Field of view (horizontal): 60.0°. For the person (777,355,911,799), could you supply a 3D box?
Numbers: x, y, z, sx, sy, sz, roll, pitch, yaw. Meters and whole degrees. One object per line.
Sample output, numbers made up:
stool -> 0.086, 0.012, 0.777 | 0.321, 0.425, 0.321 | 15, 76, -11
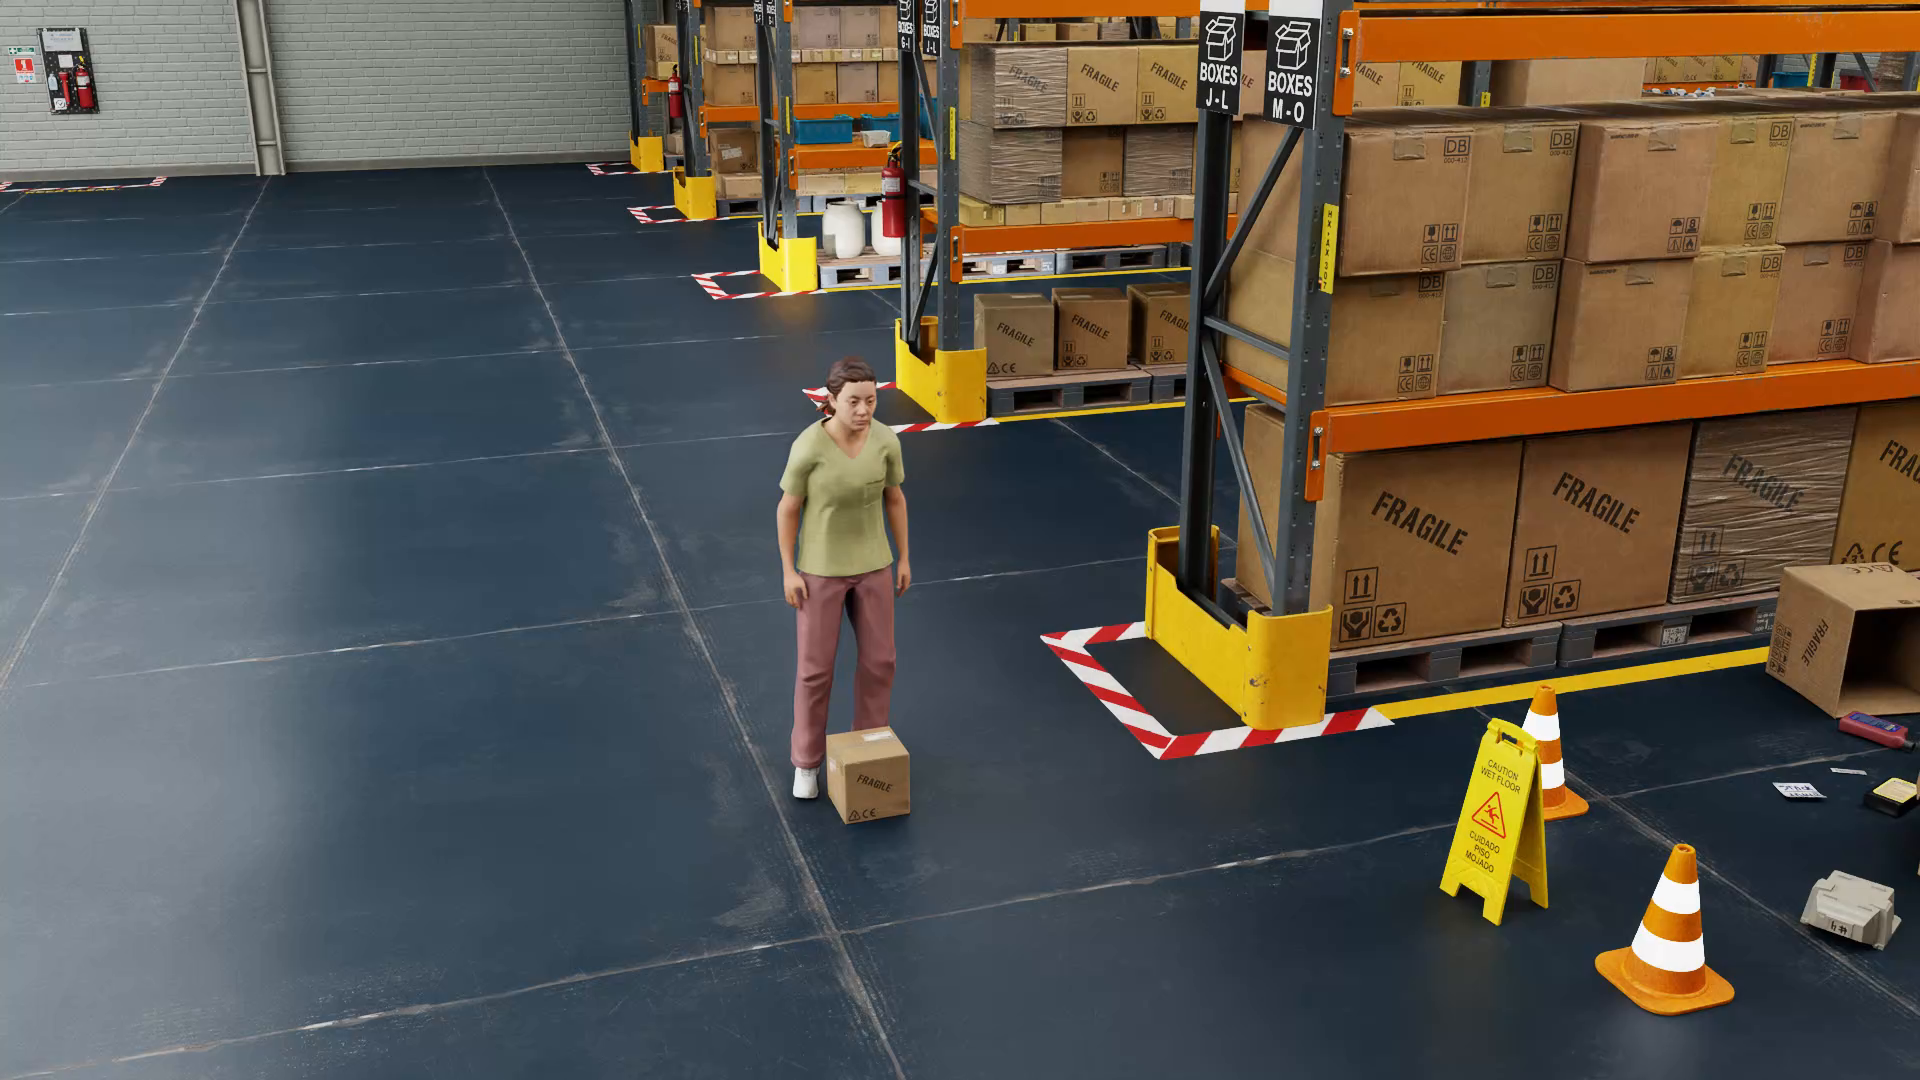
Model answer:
person -> -0.422, 0.129, 6.203 | 0.521, 1.672, 0.359 | -7, 21, -20
